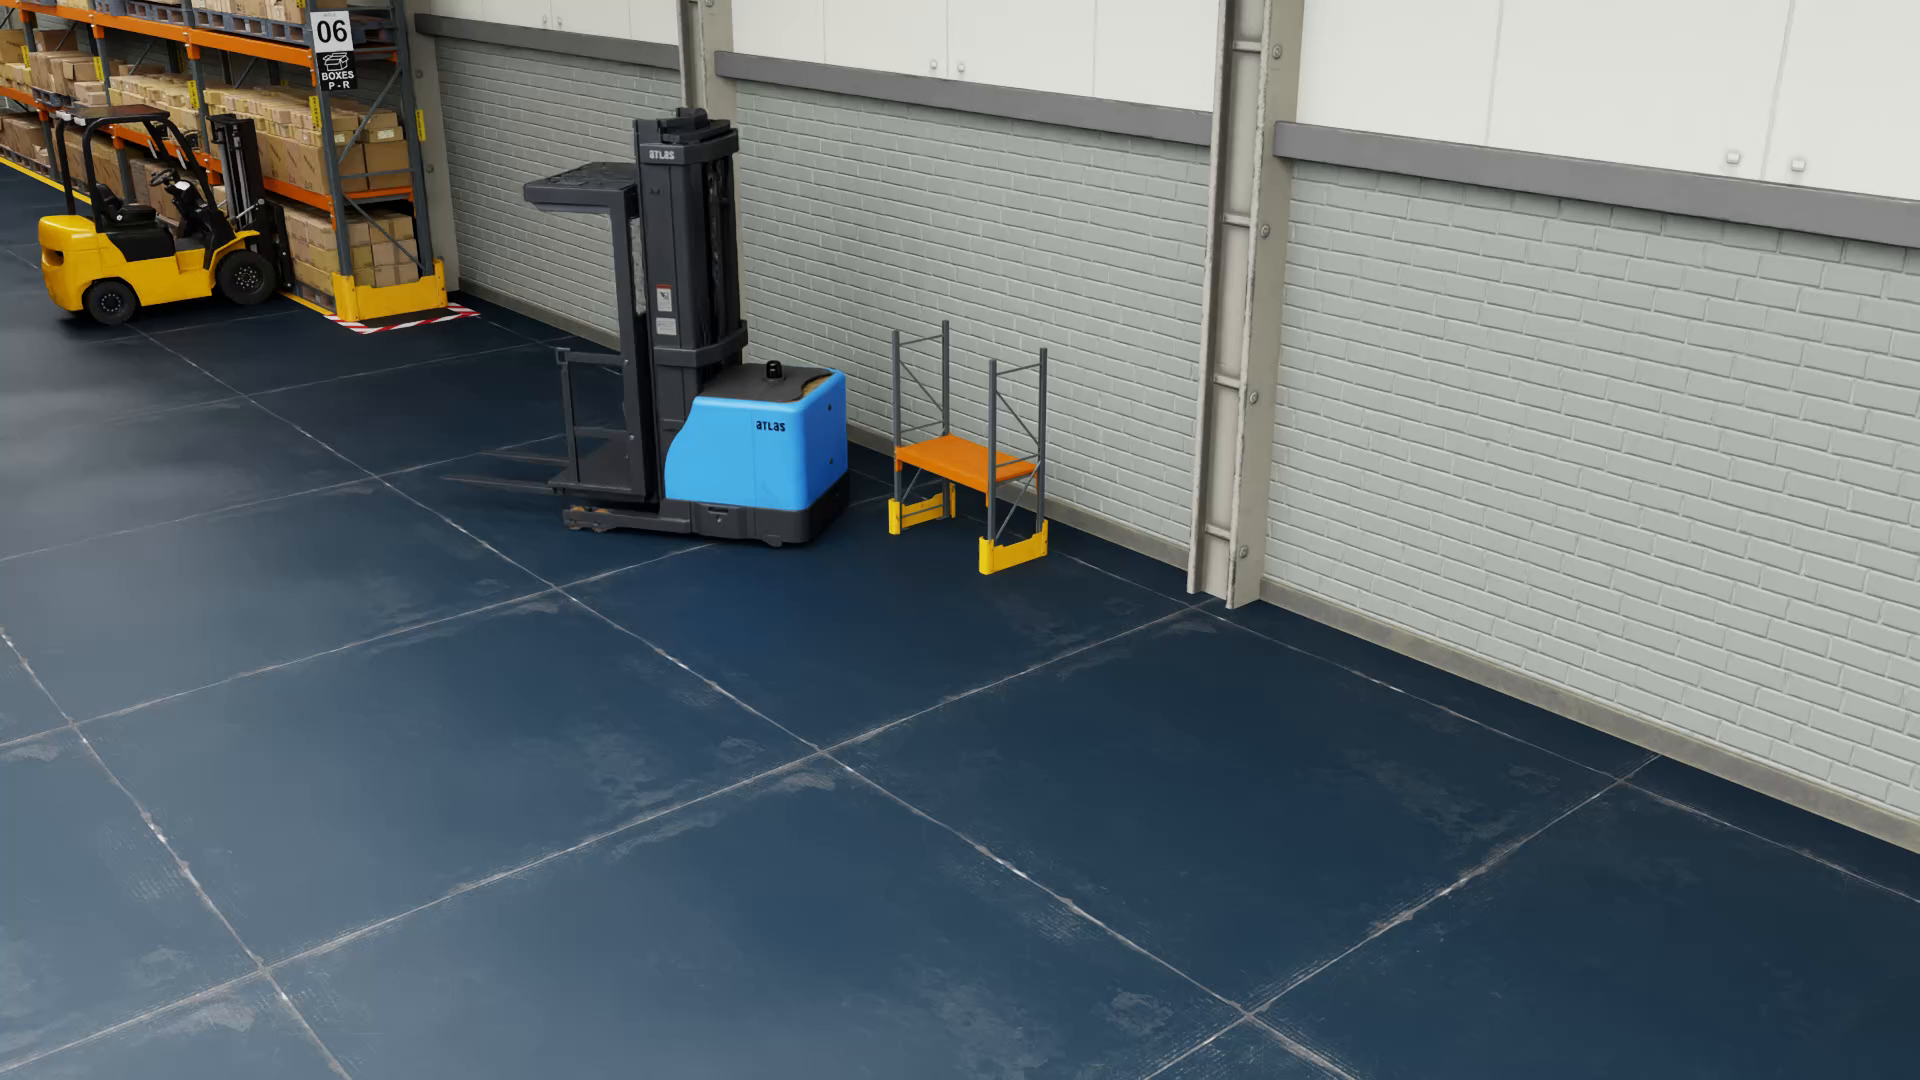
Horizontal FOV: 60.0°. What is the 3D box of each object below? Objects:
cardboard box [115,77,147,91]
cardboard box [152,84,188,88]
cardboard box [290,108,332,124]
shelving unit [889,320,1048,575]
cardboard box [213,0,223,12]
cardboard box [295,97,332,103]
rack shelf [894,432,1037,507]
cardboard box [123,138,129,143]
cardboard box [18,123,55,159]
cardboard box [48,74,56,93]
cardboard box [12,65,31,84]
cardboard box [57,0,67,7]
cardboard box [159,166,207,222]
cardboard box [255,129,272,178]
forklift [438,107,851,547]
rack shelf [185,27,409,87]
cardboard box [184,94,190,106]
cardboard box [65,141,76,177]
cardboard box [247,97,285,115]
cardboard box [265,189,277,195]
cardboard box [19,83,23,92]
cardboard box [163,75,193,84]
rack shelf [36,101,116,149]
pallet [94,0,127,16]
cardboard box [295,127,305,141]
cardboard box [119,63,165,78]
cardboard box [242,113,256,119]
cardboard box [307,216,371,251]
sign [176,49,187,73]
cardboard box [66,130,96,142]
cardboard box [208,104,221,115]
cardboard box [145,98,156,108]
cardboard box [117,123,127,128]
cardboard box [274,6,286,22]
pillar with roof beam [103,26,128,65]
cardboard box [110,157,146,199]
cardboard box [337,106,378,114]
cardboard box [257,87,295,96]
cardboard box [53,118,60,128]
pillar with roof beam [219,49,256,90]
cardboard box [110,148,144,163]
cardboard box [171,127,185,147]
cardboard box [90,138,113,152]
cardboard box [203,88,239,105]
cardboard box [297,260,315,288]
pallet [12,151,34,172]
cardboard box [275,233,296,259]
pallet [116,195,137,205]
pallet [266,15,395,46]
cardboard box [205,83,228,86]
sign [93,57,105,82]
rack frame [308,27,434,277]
[{"bbox_3d":[-11.367,-6.271,22.854,0.380,0.149,0.250,-17,27,-36],"label":"cardboard box"},{"bbox_3d":[-10.449,-5.941,22.013,0.380,0.149,0.250,-17,27,-37],"label":"cardboard box"},{"bbox_3d":[-7.180,-4.692,18.417,0.380,0.149,0.250,-17,27,-37],"label":"cardboard box"},{"bbox_3d":[0.050,-0.677,11.657,0.587,1.500,1.083,-17,27,-37],"label":"shelving unit"},{"bbox_3d":[-8.351,-6.162,19.121,0.380,0.149,0.250,-16,27,-36],"label":"cardboard box"},{"bbox_3d":[-7.526,-5.080,19.408,0.380,0.149,0.250,-16,27,-36],"label":"cardboard box"},{"bbox_3d":[0.056,-0.507,11.716,0.538,0.185,1.000,-17,27,-37],"label":"rack shelf"},{"bbox_3d":[-12.516,-6.050,25.280,0.380,0.149,0.250,-17,27,-37],"label":"cardboard box"},{"bbox_3d":[-15.215,-6.672,27.757,0.700,0.500,0.500,-19,28,-39],"label":"cardboard box"},{"bbox_3d":[-13.522,-6.917,25.138,0.396,0.266,0.258,-16,26,-35],"label":"cardboard box"},{"bbox_3d":[-14.993,-7.545,26.932,0.500,0.250,0.500,-17,27,-37],"label":"cardboard box"},{"bbox_3d":[-12.701,-7.841,23.984,0.500,0.250,0.500,-17,27,-37],"label":"cardboard box"},{"bbox_3d":[-10.258,-4.703,22.559,0.875,0.625,0.625,-19,28,-40],"label":"cardboard box"},{"bbox_3d":[-7.828,-4.487,19.189,0.500,0.500,0.500,-17,27,-37],"label":"cardboard box"},{"bbox_3d":[-2.403,-1.598,12.046,3.031,2.935,1.130,6,22,14],"label":"forklift"},{"bbox_3d":[-7.610,-5.558,18.934,1.077,0.370,4.000,-17,27,-37],"label":"rack shelf"},{"bbox_3d":[-9.609,-5.586,21.106,0.380,0.149,0.250,-17,27,-37],"label":"cardboard box"},{"bbox_3d":[-13.638,-5.958,25.935,0.500,0.500,0.500,-18,28,-38],"label":"cardboard box"},{"bbox_3d":[-8.032,-5.040,19.304,0.380,0.149,0.250,-18,27,-38],"label":"cardboard box"},{"bbox_3d":[-8.512,-4.077,20.104,0.500,0.250,0.500,-17,27,-37],"label":"cardboard box"},{"bbox_3d":[-15.062,-7.382,27.062,0.380,0.149,0.250,-17,27,-36],"label":"cardboard box"},{"bbox_3d":[-10.783,-6.329,23.003,0.380,0.149,0.250,-17,27,-37],"label":"cardboard box"},{"bbox_3d":[-12.832,-6.371,25.124,1.077,0.370,4.000,-17,27,-37],"label":"rack shelf"},{"bbox_3d":[-11.016,-7.296,22.645,1.213,0.211,1.003,-16,26,-35],"label":"pallet"},{"bbox_3d":[-7.056,-4.471,18.259,0.380,0.149,0.250,-17,27,-36],"label":"cardboard box"},{"bbox_3d":[-11.744,-6.575,23.945,0.500,0.500,0.500,-16,26,-35],"label":"cardboard box"},{"bbox_3d":[-8.093,-4.886,19.319,0.380,0.149,0.250,-19,28,-39],"label":"cardboard box"},{"bbox_3d":[-6.842,-3.377,18.317,0.500,0.250,0.500,-16,27,-36],"label":"cardboard box"},{"bbox_3d":[-11.109,-6.826,23.711,0.100,0.325,0.005,-17,27,-37],"label":"sign"},{"bbox_3d":[-13.690,-6.304,25.928,0.380,0.149,0.250,-19,28,-40],"label":"cardboard box"},{"bbox_3d":[-8.907,-5.246,20.239,0.380,0.149,0.250,-18,28,-38],"label":"cardboard box"},{"bbox_3d":[-10.416,-5.713,21.978,0.500,0.250,0.500,-17,27,-37],"label":"cardboard box"},{"bbox_3d":[-11.422,-5.903,23.148,0.500,0.250,0.500,-17,27,-37],"label":"cardboard box"},{"bbox_3d":[-7.076,-5.622,17.743,0.380,0.149,0.250,-18,28,-39],"label":"cardboard box"},{"bbox_3d":[-17.171,-9.434,23.732,9.100,9.000,0.400,-17,27,-37],"label":"pillar with roof beam"},{"bbox_3d":[-11.966,-5.251,24.129,0.500,0.500,0.500,-16,27,-36],"label":"cardboard box"},{"bbox_3d":[-6.691,-4.724,18.498,0.380,0.149,0.250,-17,27,-36],"label":"cardboard box"},{"bbox_3d":[-8.346,-5.440,20.326,0.380,0.149,0.250,-18,28,-39],"label":"cardboard box"},{"bbox_3d":[-14.059,-6.583,26.233,0.380,0.149,0.250,-18,28,-38],"label":"cardboard box"},{"bbox_3d":[-13.254,-7.777,19.500,9.100,9.000,0.400,-17,27,-37],"label":"pillar with roof beam"},{"bbox_3d":[-12.041,-5.563,24.038,0.380,0.149,0.250,-19,28,-40],"label":"cardboard box"},{"bbox_3d":[-9.775,-5.193,21.336,0.500,0.250,0.500,-18,27,-38],"label":"cardboard box"},{"bbox_3d":[-12.885,-5.936,24.990,0.380,0.149,0.250,-19,28,-40],"label":"cardboard box"},{"bbox_3d":[-8.933,-5.377,20.165,0.380,0.149,0.250,-17,27,-36],"label":"cardboard box"},{"bbox_3d":[-7.168,-3.053,18.860,0.500,0.250,0.500,-17,27,-37],"label":"cardboard box"},{"bbox_3d":[-15.386,-6.487,28.258,1.003,0.211,1.213,-17,27,-37],"label":"pallet"},{"bbox_3d":[-7.532,-3.430,19.138,0.500,0.250,0.500,-18,28,-39],"label":"cardboard box"},{"bbox_3d":[-11.986,-5.070,24.640,1.003,0.211,1.213,-17,27,-37],"label":"pallet"},{"bbox_3d":[-6.747,-5.500,17.923,1.003,0.211,1.213,-17,27,-37],"label":"pallet"},{"bbox_3d":[-9.943,-5.978,22.106,0.380,0.149,0.250,-17,27,-37],"label":"cardboard box"},{"bbox_3d":[-11.932,-6.524,23.049,0.100,0.325,0.005,-17,27,-37],"label":"sign"},{"bbox_3d":[-6.305,-3.943,17.939,1.000,3.000,0.127,-17,27,-37],"label":"rack frame"}]
